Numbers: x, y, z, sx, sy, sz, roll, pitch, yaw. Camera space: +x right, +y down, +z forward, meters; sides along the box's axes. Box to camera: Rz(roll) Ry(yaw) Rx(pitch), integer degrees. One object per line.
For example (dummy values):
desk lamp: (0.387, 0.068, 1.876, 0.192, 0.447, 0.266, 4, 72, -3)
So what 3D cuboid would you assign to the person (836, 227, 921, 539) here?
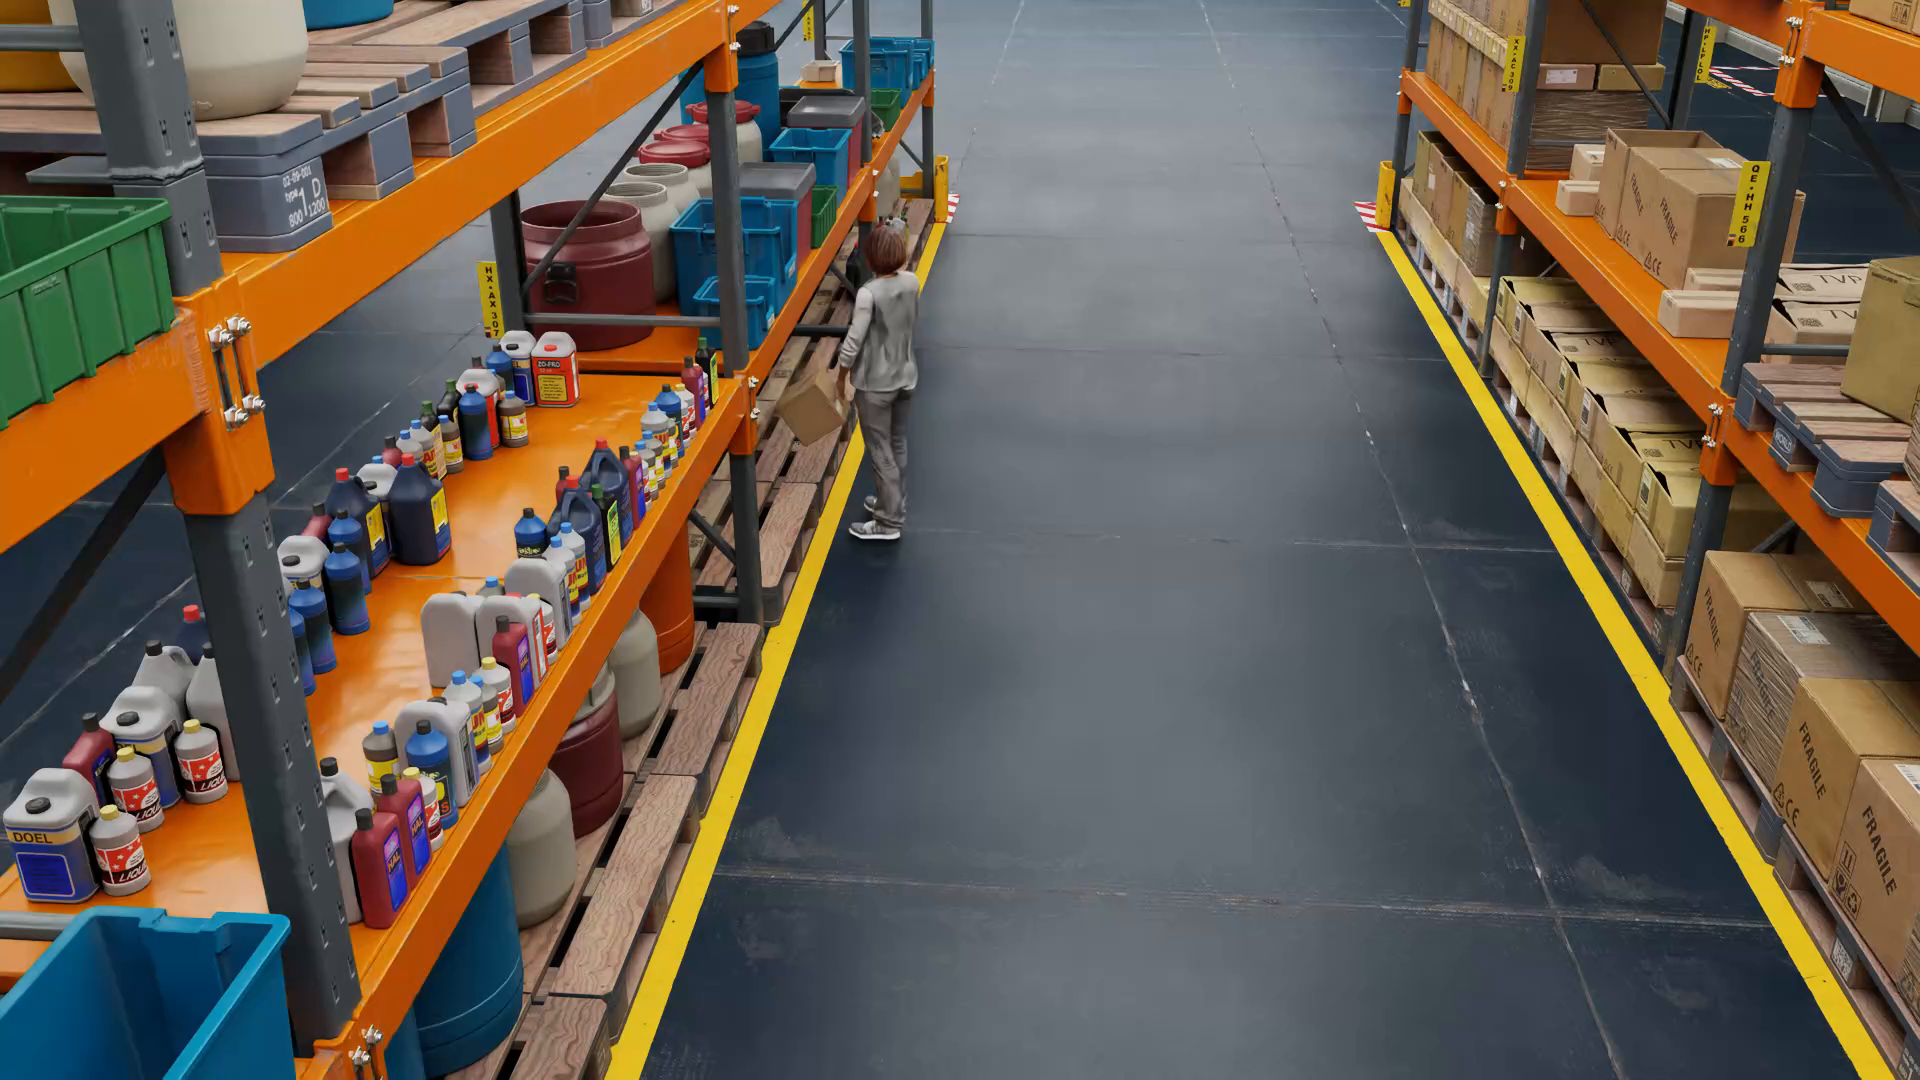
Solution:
person: (-0.436, -0.793, 8.298, 0.457, 1.600, 0.456, 21, 32, 37)
